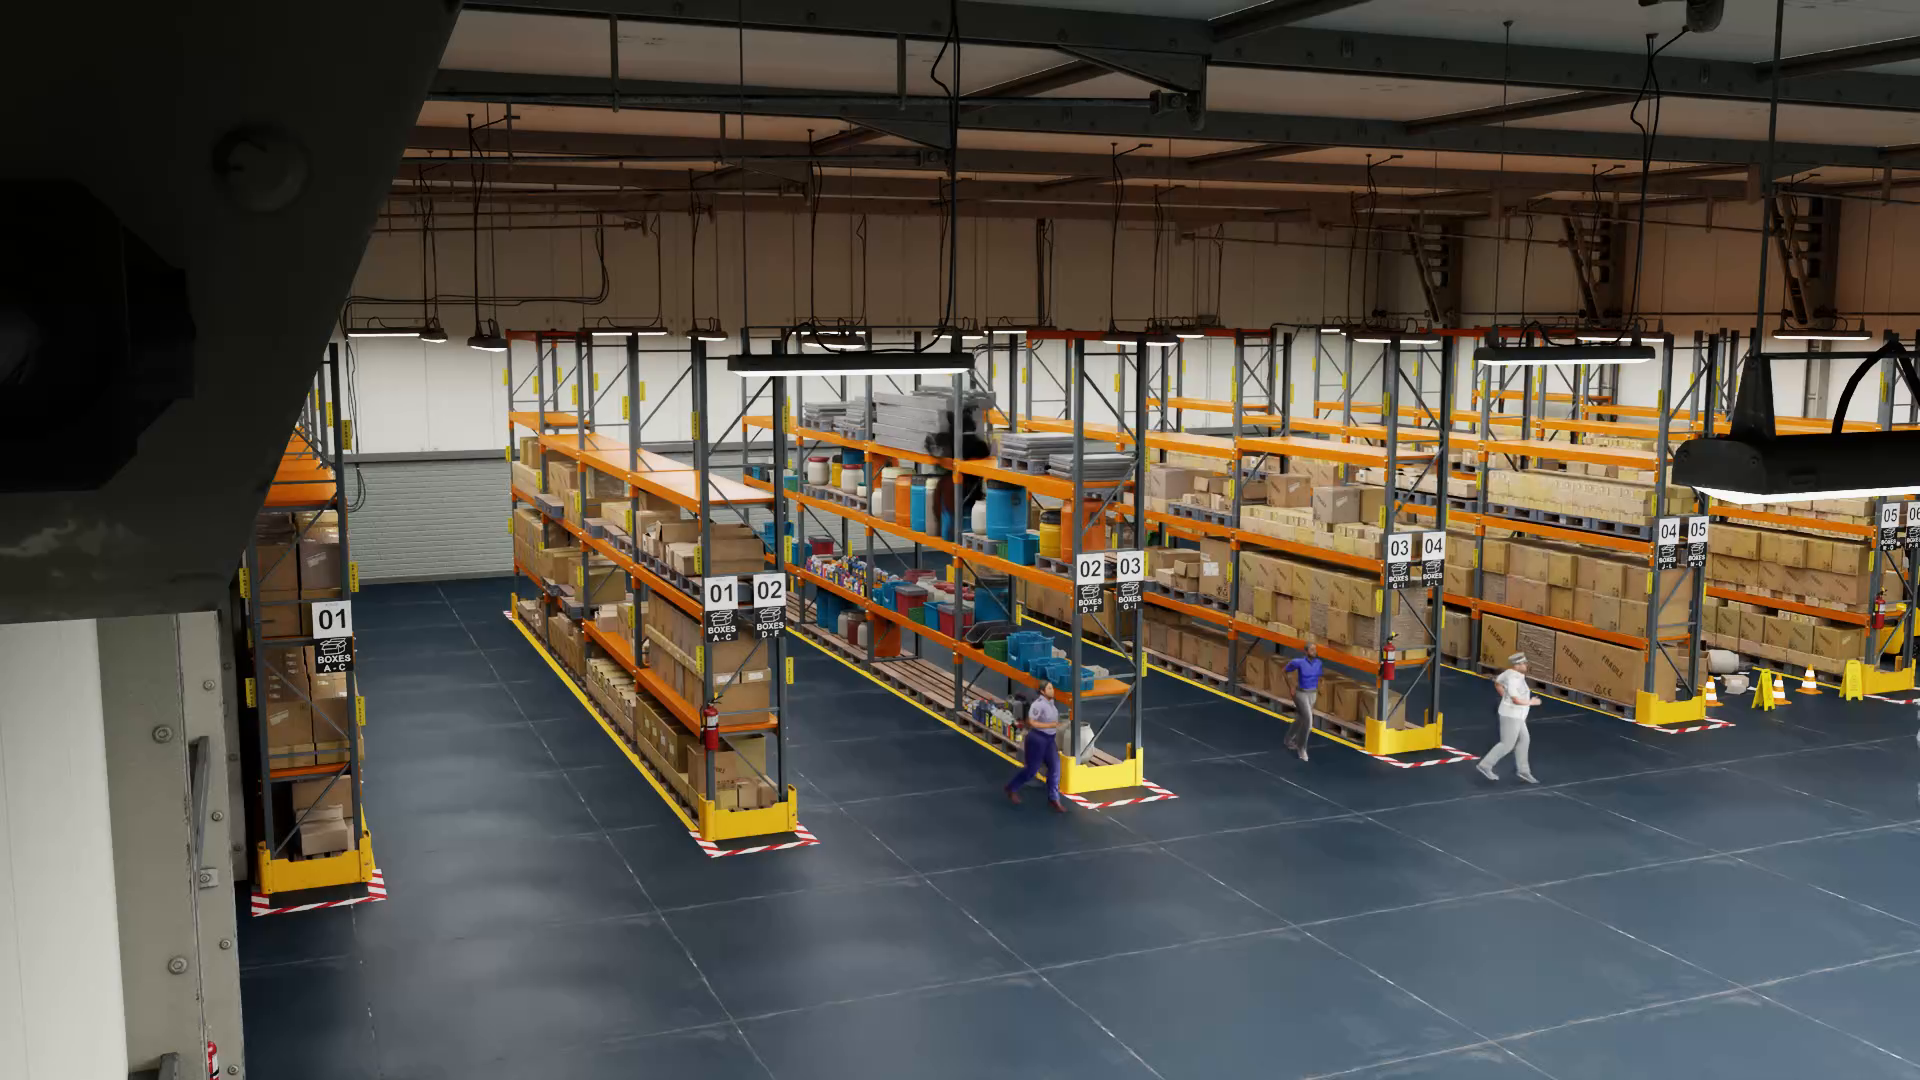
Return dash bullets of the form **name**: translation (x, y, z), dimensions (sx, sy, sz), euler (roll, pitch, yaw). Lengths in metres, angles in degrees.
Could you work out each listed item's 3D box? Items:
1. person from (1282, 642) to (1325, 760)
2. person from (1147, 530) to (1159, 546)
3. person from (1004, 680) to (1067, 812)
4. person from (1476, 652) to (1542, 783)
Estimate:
- **person**: translation (4.963, 2.298, 23.924), dimensions (0.562, 1.712, 0.745), euler (-4, 9, -27)
- **person**: translation (4.888, -0.211, 41.562), dimensions (0.876, 1.844, 0.643), euler (-5, 9, -34)
- **person**: translation (1.027, 2.625, 21.401), dimensions (0.849, 1.676, 0.613), euler (5, 9, 32)
- **person**: translation (7.450, 2.410, 22.502), dimensions (0.834, 1.840, 0.682), euler (2, 8, 15)
